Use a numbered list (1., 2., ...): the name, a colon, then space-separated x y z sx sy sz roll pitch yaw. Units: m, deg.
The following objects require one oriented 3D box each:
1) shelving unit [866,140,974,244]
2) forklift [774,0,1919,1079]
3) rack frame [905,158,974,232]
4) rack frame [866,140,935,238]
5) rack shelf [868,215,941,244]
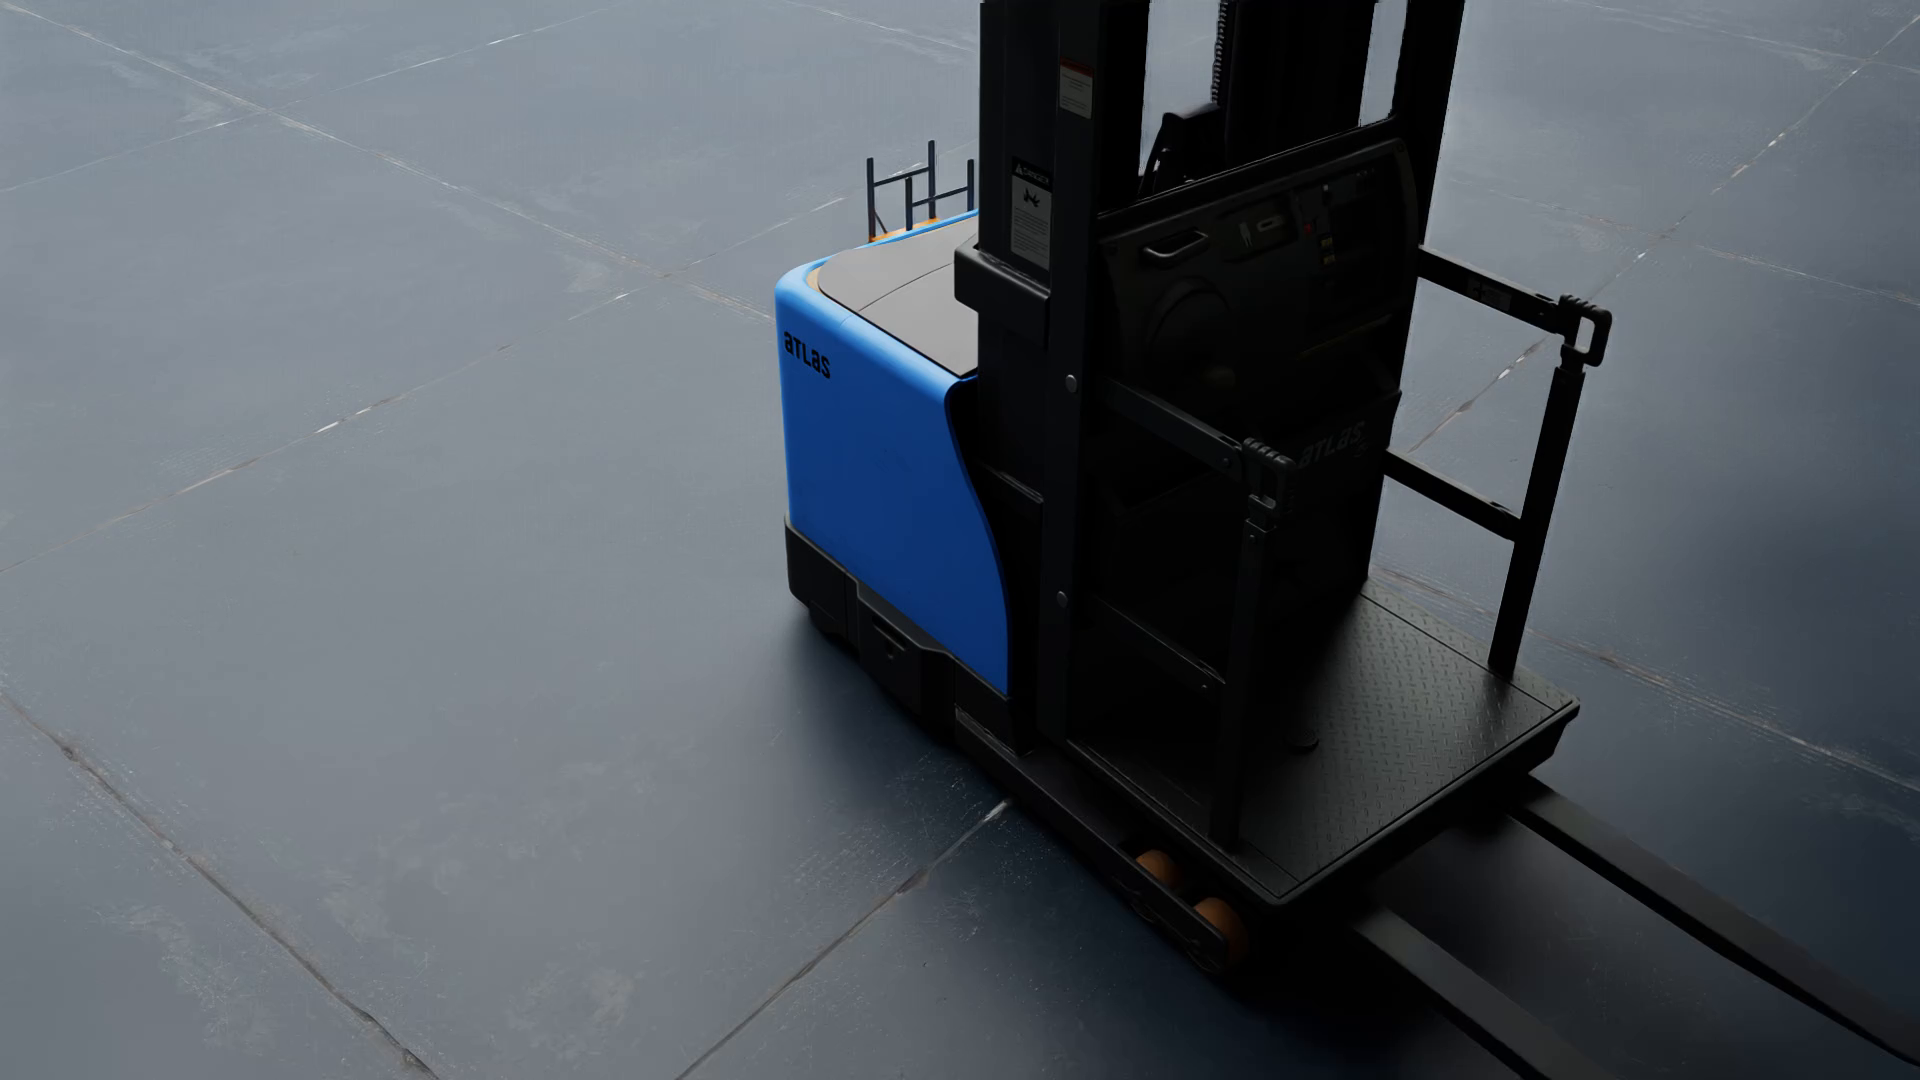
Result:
1. shelving unit: -0.112 -0.583 5.039 0.258 1.200 0.189 -24 41 -31
2. forklift: 0.799 -0.541 3.448 1.130 2.935 3.031 -24 41 -31
3. rack frame: -0.056 -0.542 4.980 0.240 1.200 0.006 -24 41 -31
4. rack frame: -0.169 -0.624 5.098 0.240 1.200 0.006 -24 41 -31
5. rack shelf: -0.112 -0.843 4.860 0.258 0.103 0.180 -24 41 -31
